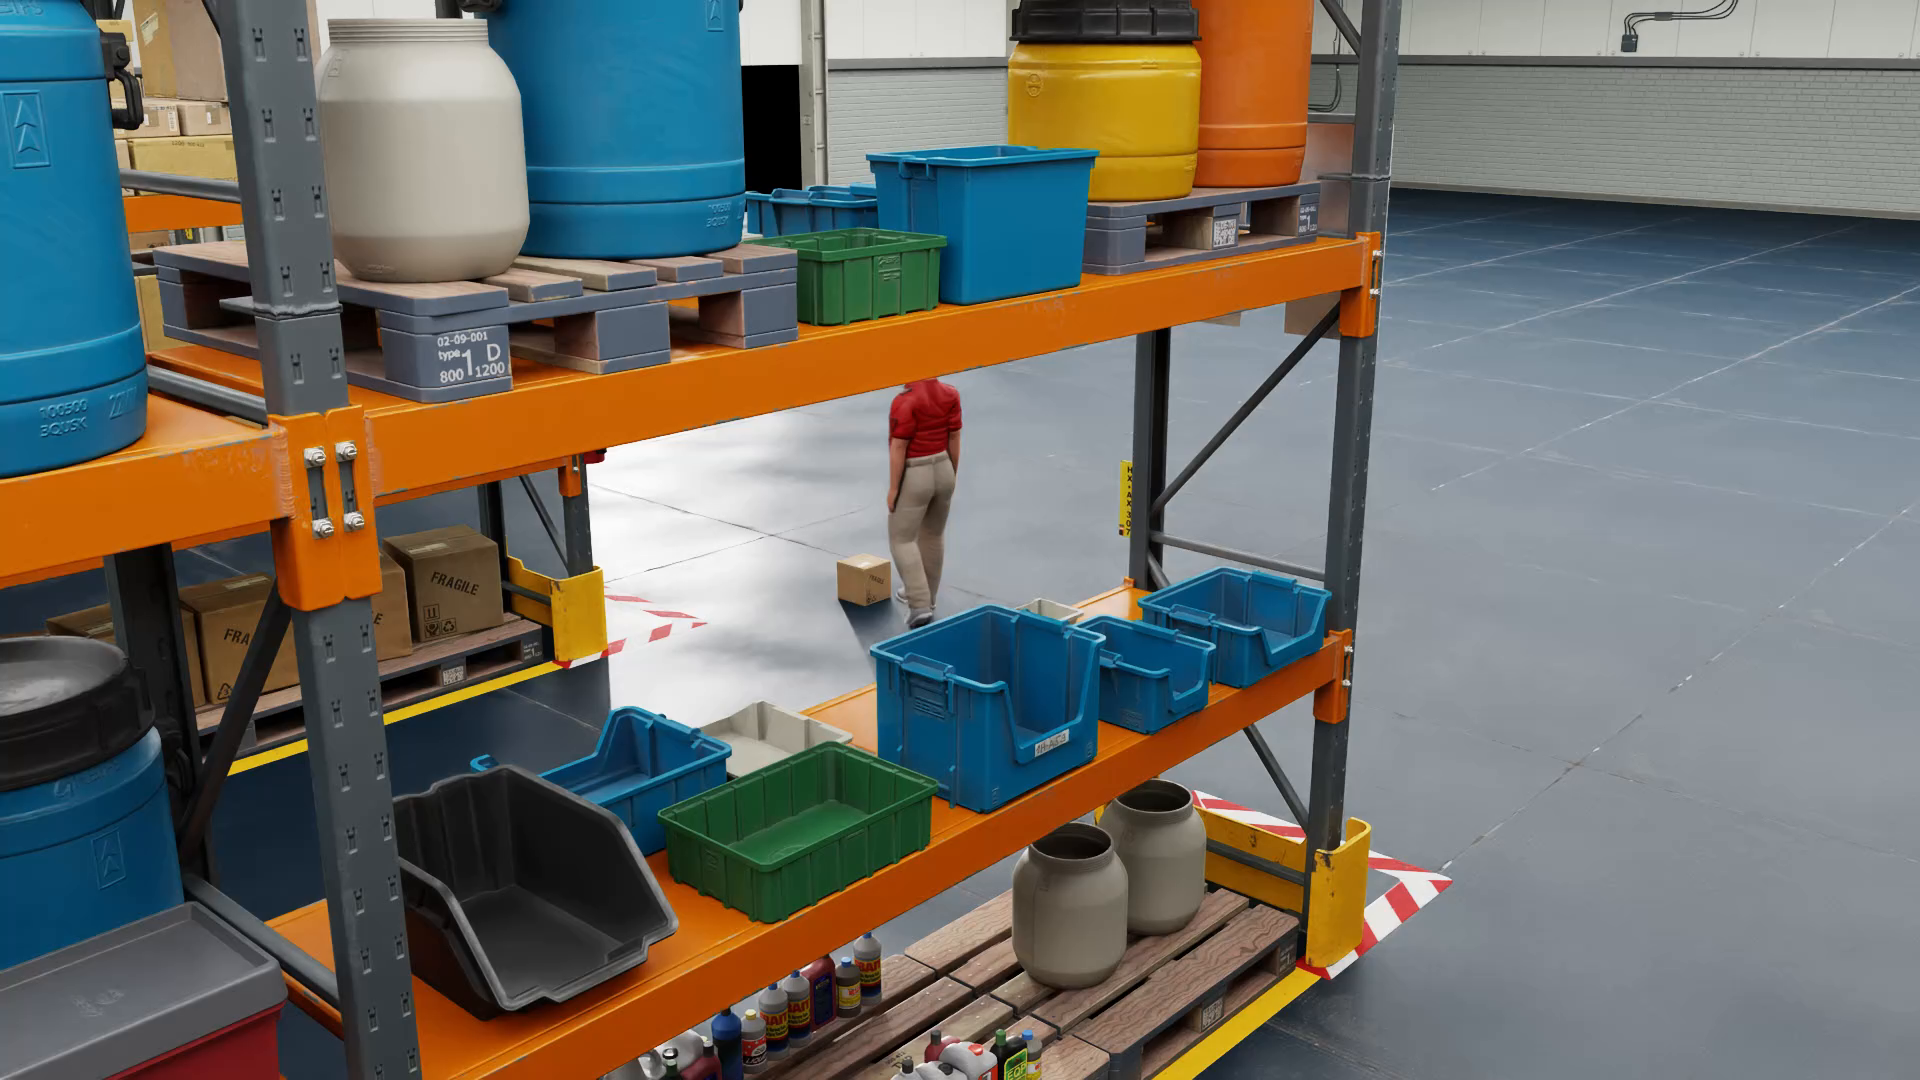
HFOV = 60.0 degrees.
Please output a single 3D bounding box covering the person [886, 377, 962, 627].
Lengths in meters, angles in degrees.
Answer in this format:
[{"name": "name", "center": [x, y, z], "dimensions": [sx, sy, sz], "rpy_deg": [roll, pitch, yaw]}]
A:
[{"name": "person", "center": [-0.246, -0.351, 10.253], "dimensions": [0.555, 1.752, 0.612], "rpy_deg": [-13, 21, -37]}]
